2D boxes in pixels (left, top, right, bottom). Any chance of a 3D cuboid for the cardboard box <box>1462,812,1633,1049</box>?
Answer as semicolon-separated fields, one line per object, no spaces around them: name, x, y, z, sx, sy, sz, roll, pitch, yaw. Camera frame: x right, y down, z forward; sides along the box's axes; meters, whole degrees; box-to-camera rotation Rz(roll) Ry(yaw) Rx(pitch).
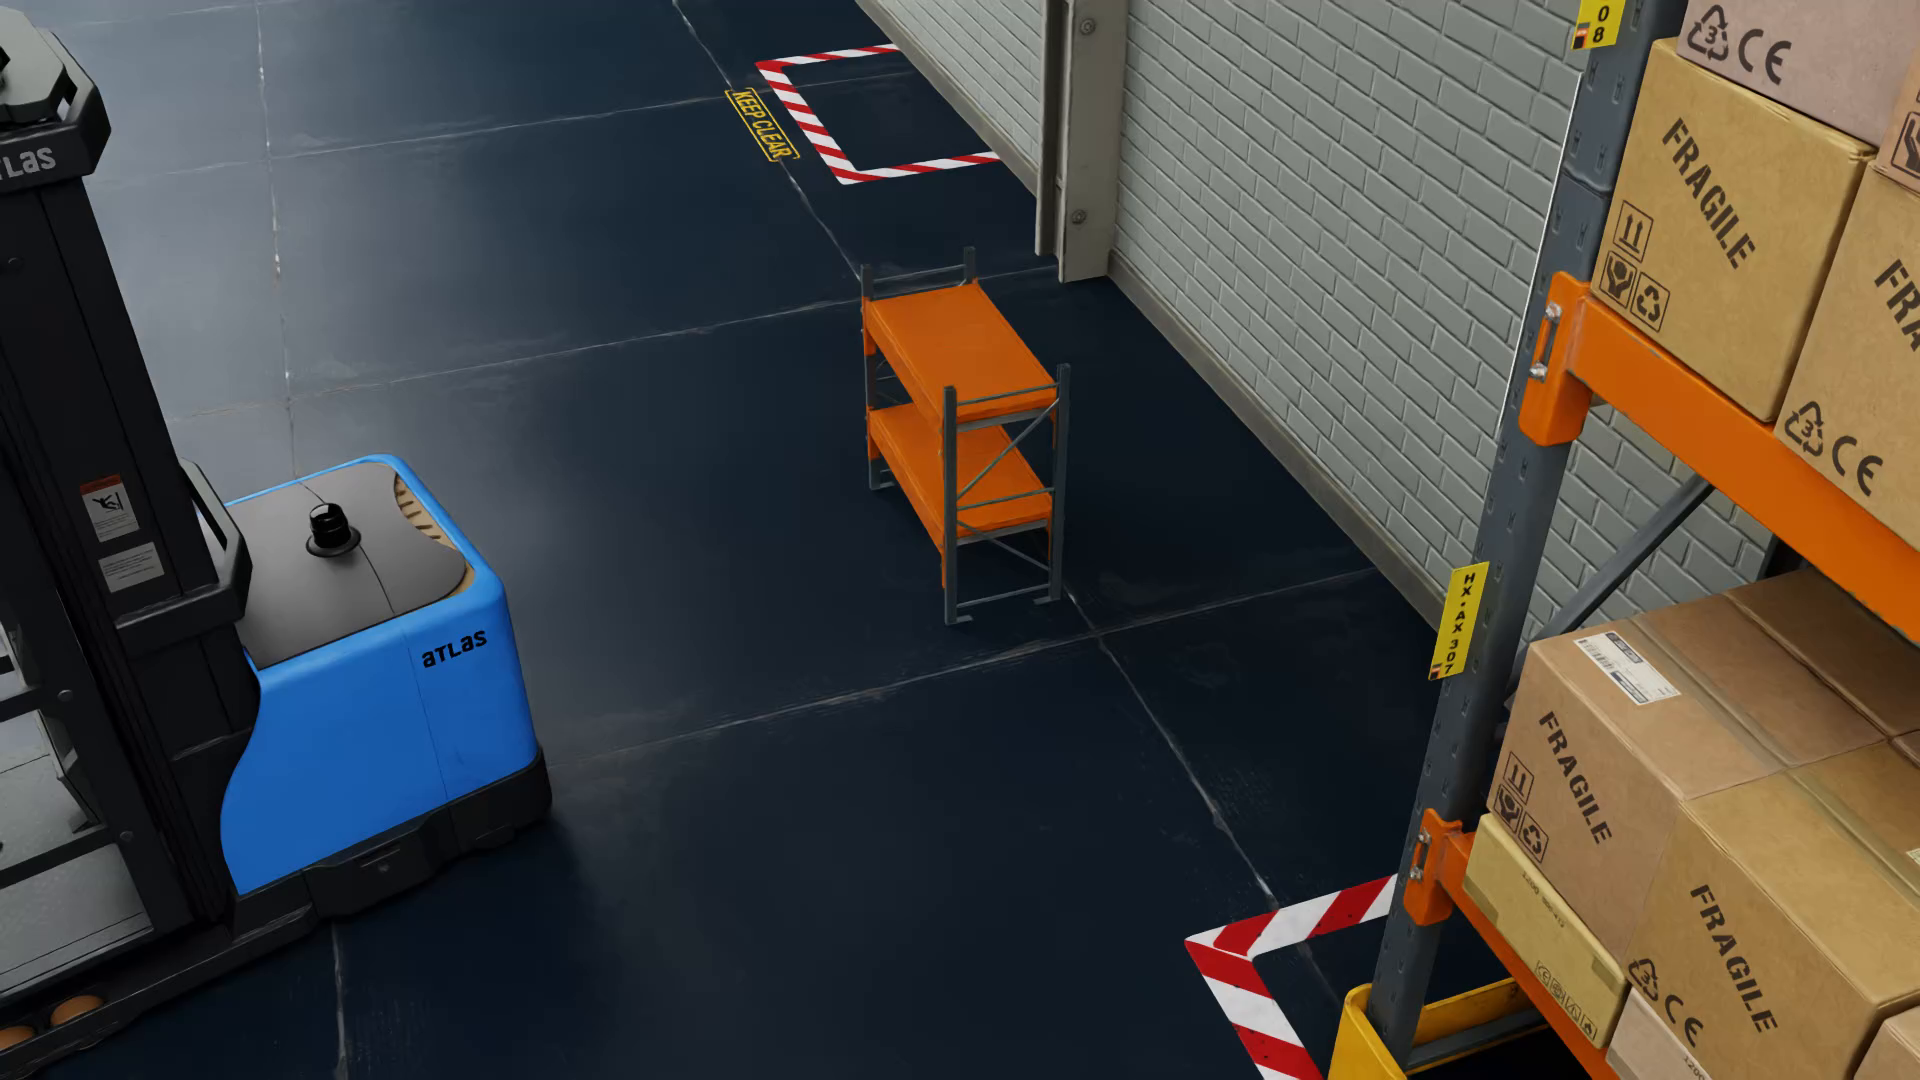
cardboard box;1.517;0.814;3.785;0.500;0.250;0.500;-14;39;-17

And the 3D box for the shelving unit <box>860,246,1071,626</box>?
shelving unit;0.002;-0.445;6.906;0.538;1.125;1.048;-12;39;-16

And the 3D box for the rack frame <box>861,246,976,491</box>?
rack frame;-0.173;-0.733;7.288;0.500;1.125;0.032;-12;39;-16

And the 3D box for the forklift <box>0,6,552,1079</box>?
forklift;-2.939;0.112;4.665;3.031;2.935;1.130;-24;43;-28

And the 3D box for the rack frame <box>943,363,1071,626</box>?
rack frame;0.177;-0.158;6.525;0.500;1.125;0.032;-12;39;-16

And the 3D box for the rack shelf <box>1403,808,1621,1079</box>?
rack shelf;2.336;1.837;2.915;1.077;0.370;4.000;-12;39;-16

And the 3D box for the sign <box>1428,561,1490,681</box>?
sign;1.138;0.187;3.789;0.100;0.325;0.005;-12;39;-16

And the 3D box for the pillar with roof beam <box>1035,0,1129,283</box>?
pillar with roof beam;-3.406;-4.258;5.423;9.100;9.000;0.400;-12;39;-16

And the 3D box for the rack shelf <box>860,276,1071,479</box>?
rack shelf;0.002;-0.679;6.730;0.538;0.278;1.000;-12;39;-16

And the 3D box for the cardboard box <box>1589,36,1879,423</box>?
cardboard box;1.528;-0.585;2.941;0.500;0.500;0.500;-11;38;-15

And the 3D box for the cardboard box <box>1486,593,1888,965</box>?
cardboard box;1.530;0.505;3.572;0.500;0.500;0.500;-12;39;-16

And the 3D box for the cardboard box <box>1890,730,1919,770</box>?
cardboard box;2.173;0.681;3.337;0.500;0.500;0.500;-12;39;-15

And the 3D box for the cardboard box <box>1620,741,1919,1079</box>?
cardboard box;1.690;0.786;3.198;0.500;0.500;0.500;-12;39;-16

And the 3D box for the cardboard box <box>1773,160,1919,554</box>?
cardboard box;1.679;-0.274;2.528;0.500;0.500;0.500;-10;38;-13

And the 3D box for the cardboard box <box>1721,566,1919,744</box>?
cardboard box;2.009;0.395;3.717;0.500;0.500;0.500;-13;39;-16

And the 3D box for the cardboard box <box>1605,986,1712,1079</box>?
cardboard box;1.709;1.104;3.399;0.500;0.250;0.500;-14;39;-17

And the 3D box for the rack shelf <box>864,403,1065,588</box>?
rack shelf;0.002;-0.250;7.054;0.538;0.278;1.000;-12;39;-16

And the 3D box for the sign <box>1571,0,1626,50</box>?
sign;1.138;-1.015;2.884;0.100;0.325;0.005;-12;39;-16

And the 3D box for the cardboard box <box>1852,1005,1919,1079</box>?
cardboard box;1.862;1.079;2.809;0.500;0.500;0.500;-14;39;-17

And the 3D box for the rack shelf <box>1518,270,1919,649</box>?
rack shelf;2.336;0.639;2.013;1.077;0.370;4.000;-12;39;-16

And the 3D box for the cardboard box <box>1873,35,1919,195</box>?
cardboard box;1.677;-0.663;2.214;0.500;0.500;0.500;-13;39;-16

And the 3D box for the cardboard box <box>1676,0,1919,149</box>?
cardboard box;1.552;-0.957;2.604;0.500;0.500;0.500;-15;40;-19

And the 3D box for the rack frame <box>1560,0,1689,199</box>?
rack frame;1.647;-1.976;2.394;1.000;3.000;0.127;-12;39;-16

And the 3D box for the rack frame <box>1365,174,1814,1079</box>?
rack frame;1.647;0.420;4.199;1.000;3.000;0.127;-12;39;-16

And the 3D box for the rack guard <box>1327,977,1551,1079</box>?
rack guard;1.674;1.462;4.894;1.175;0.500;0.348;-12;39;-16

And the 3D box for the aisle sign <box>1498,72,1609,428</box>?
aisle sign;1.341;-0.597;3.388;0.394;0.787;0.004;-12;39;-16
